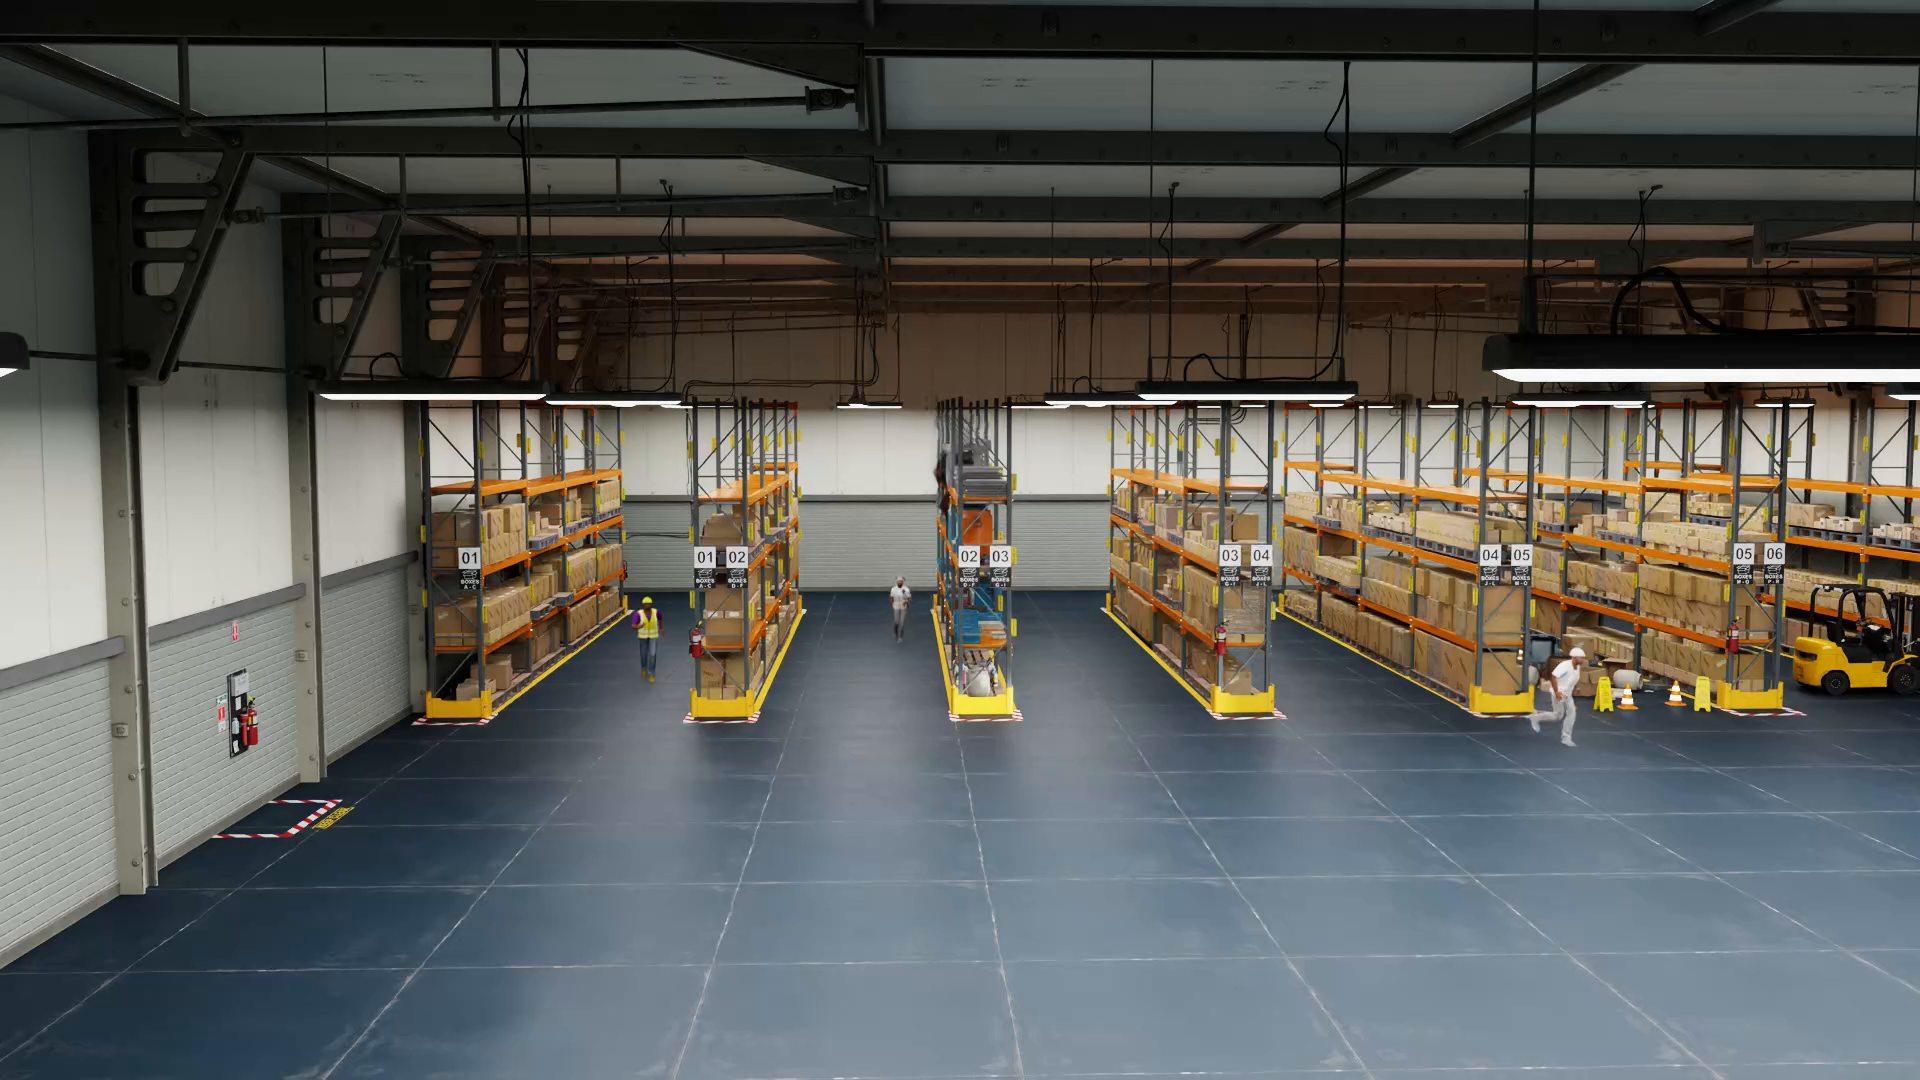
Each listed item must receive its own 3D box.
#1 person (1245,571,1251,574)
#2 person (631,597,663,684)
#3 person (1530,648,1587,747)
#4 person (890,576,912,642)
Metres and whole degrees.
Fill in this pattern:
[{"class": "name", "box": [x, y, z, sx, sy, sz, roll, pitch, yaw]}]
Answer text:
[{"class": "person", "box": [8.346, 1.210, 48.073, 0.610, 1.595, 0.551, 4, 6, 42]}, {"class": "person", "box": [-6.626, 2.089, 35.256, 0.688, 1.781, 0.950, -1, 5, -15]}, {"class": "person", "box": [10.334, 2.684, 28.713, 0.970, 1.705, 0.706, 4, 6, 42]}, {"class": "person", "box": [-1.475, 1.710, 41.160, 0.561, 1.667, 0.573, 0, 4, 3]}]
